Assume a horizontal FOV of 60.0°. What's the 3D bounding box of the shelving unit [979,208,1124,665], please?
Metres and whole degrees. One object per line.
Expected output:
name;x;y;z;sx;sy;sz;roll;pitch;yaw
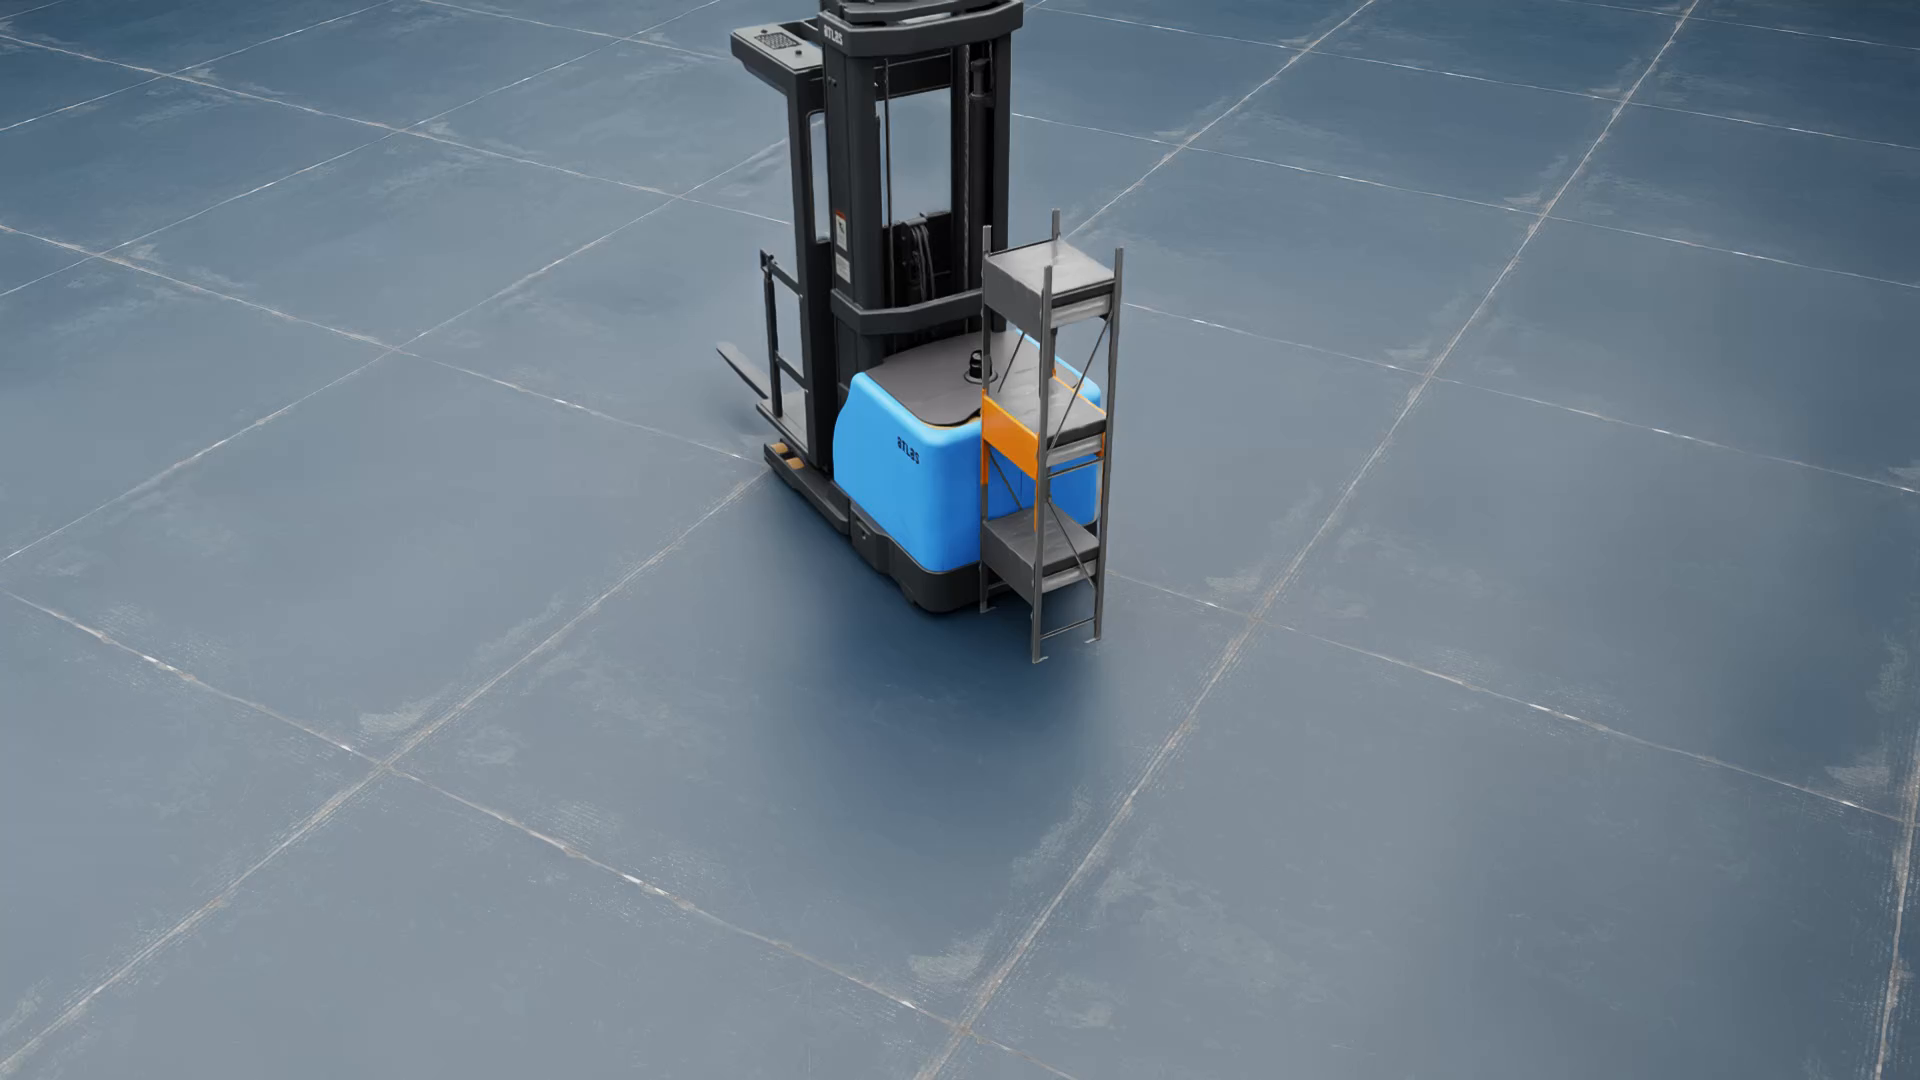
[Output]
shelving unit;0.401;-0.440;7.788;0.431;2.100;0.503;-18;38;-25

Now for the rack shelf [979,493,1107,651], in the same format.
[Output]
rack shelf;0.401;0.154;8.184;0.431;0.518;0.480;-18;38;-25

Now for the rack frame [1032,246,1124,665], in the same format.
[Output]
rack frame;0.526;-0.325;7.614;0.400;2.100;0.015;-18;38;-25

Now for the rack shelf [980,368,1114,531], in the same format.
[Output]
rack shelf;0.401;-0.429;7.796;0.431;0.518;0.480;-18;38;-25

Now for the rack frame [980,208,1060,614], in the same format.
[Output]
rack frame;0.275;-0.556;7.962;0.400;2.100;0.015;-18;38;-25

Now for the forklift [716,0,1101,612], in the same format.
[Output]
forklift;-0.472;-1.643;8.844;1.130;2.935;3.031;-18;38;-25

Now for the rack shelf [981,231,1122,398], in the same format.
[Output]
rack shelf;0.401;-1.012;7.408;0.431;0.518;0.480;-18;38;-25
